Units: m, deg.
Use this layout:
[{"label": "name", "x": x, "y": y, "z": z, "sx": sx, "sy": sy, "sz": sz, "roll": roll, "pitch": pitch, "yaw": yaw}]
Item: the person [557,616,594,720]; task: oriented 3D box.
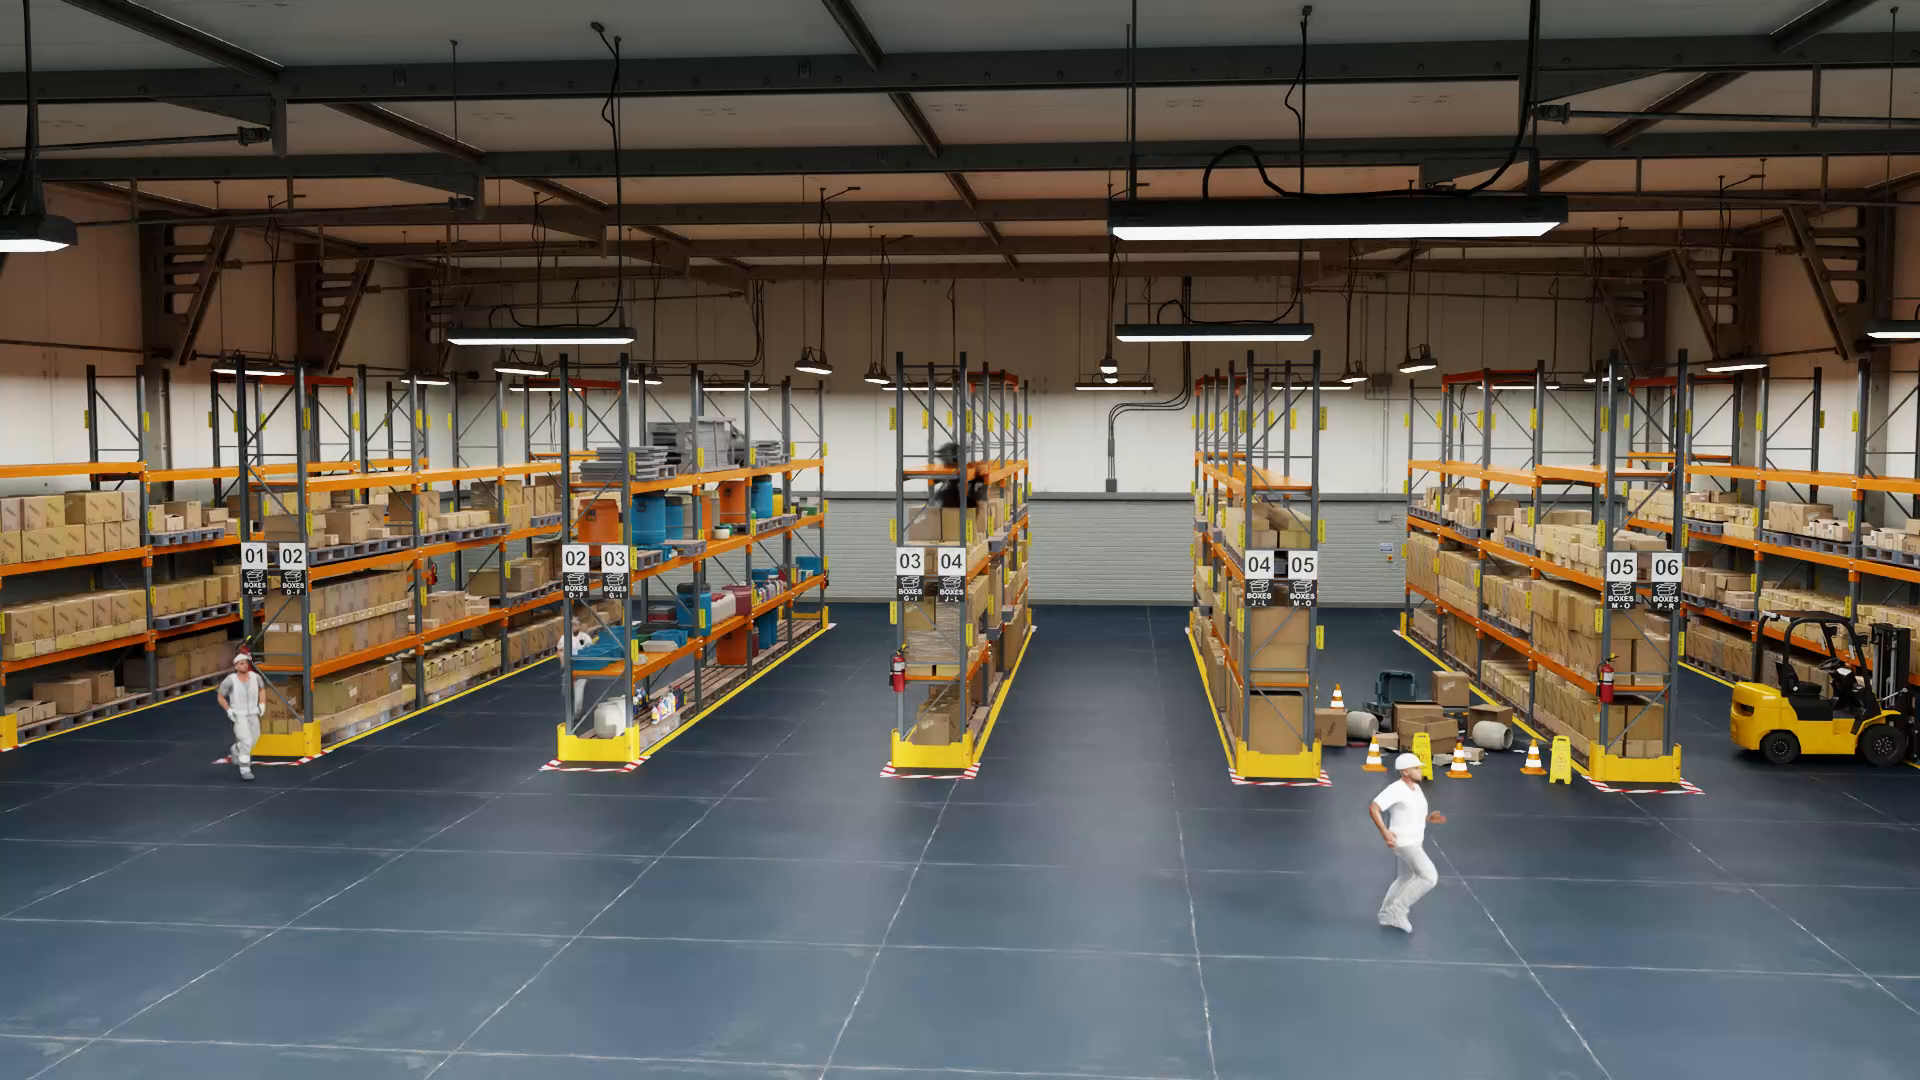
[{"label": "person", "x": -6.466, "y": 2.142, "z": 28.009, "sx": 0.649, "sy": 1.737, "sz": 0.595, "roll": 0, "pitch": 4, "yaw": -3}]

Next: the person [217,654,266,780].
[{"label": "person", "x": -10.105, "y": 2.462, "z": 23.400, "sx": 0.718, "sy": 1.755, "sz": 0.662, "roll": 4, "pitch": 6, "yaw": 43}]

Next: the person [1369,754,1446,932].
[{"label": "person", "x": 4.412, "y": 2.960, "z": 16.289, "sx": 0.662, "sy": 1.737, "sz": 0.691, "roll": 2, "pitch": 5, "yaw": 29}]
